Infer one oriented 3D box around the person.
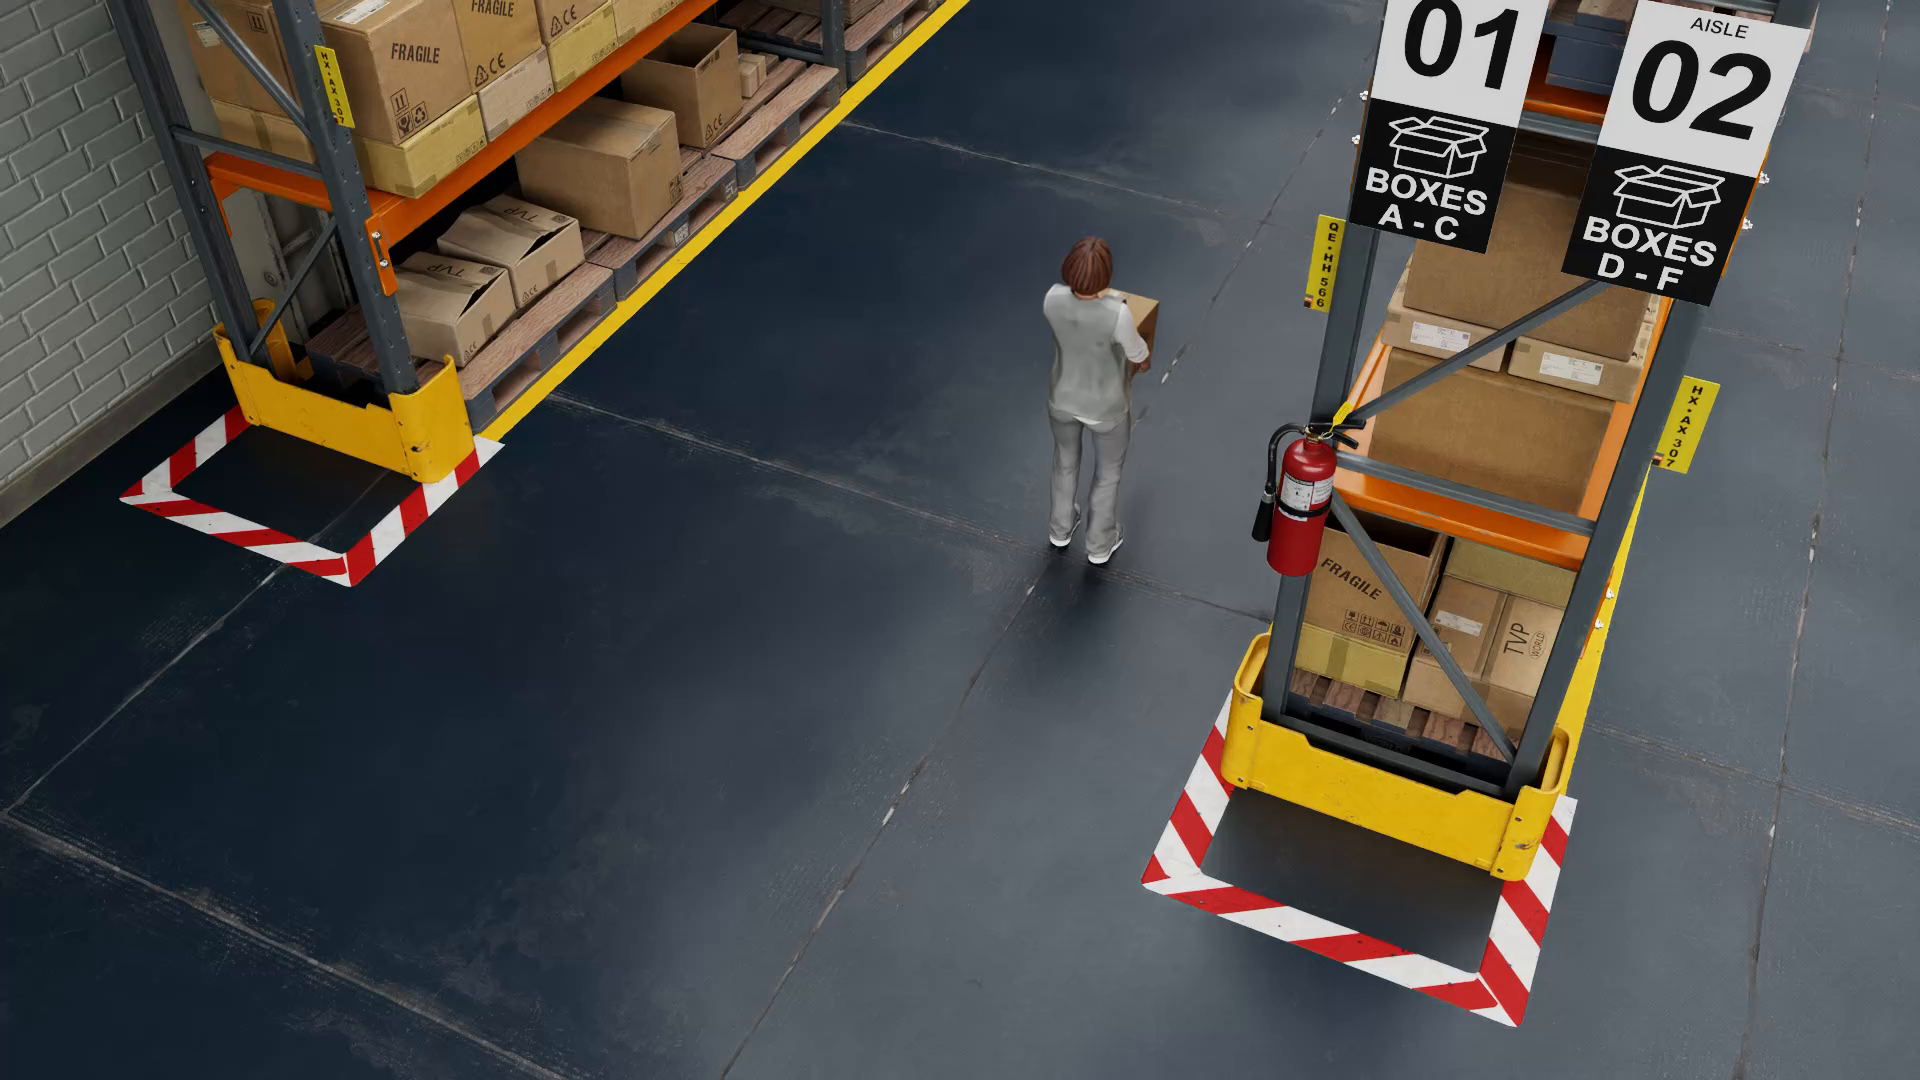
[{"bbox_3d":[0.561,-0.614,6.841,0.404,1.590,0.494,18,46,19],"label":"person"}]
